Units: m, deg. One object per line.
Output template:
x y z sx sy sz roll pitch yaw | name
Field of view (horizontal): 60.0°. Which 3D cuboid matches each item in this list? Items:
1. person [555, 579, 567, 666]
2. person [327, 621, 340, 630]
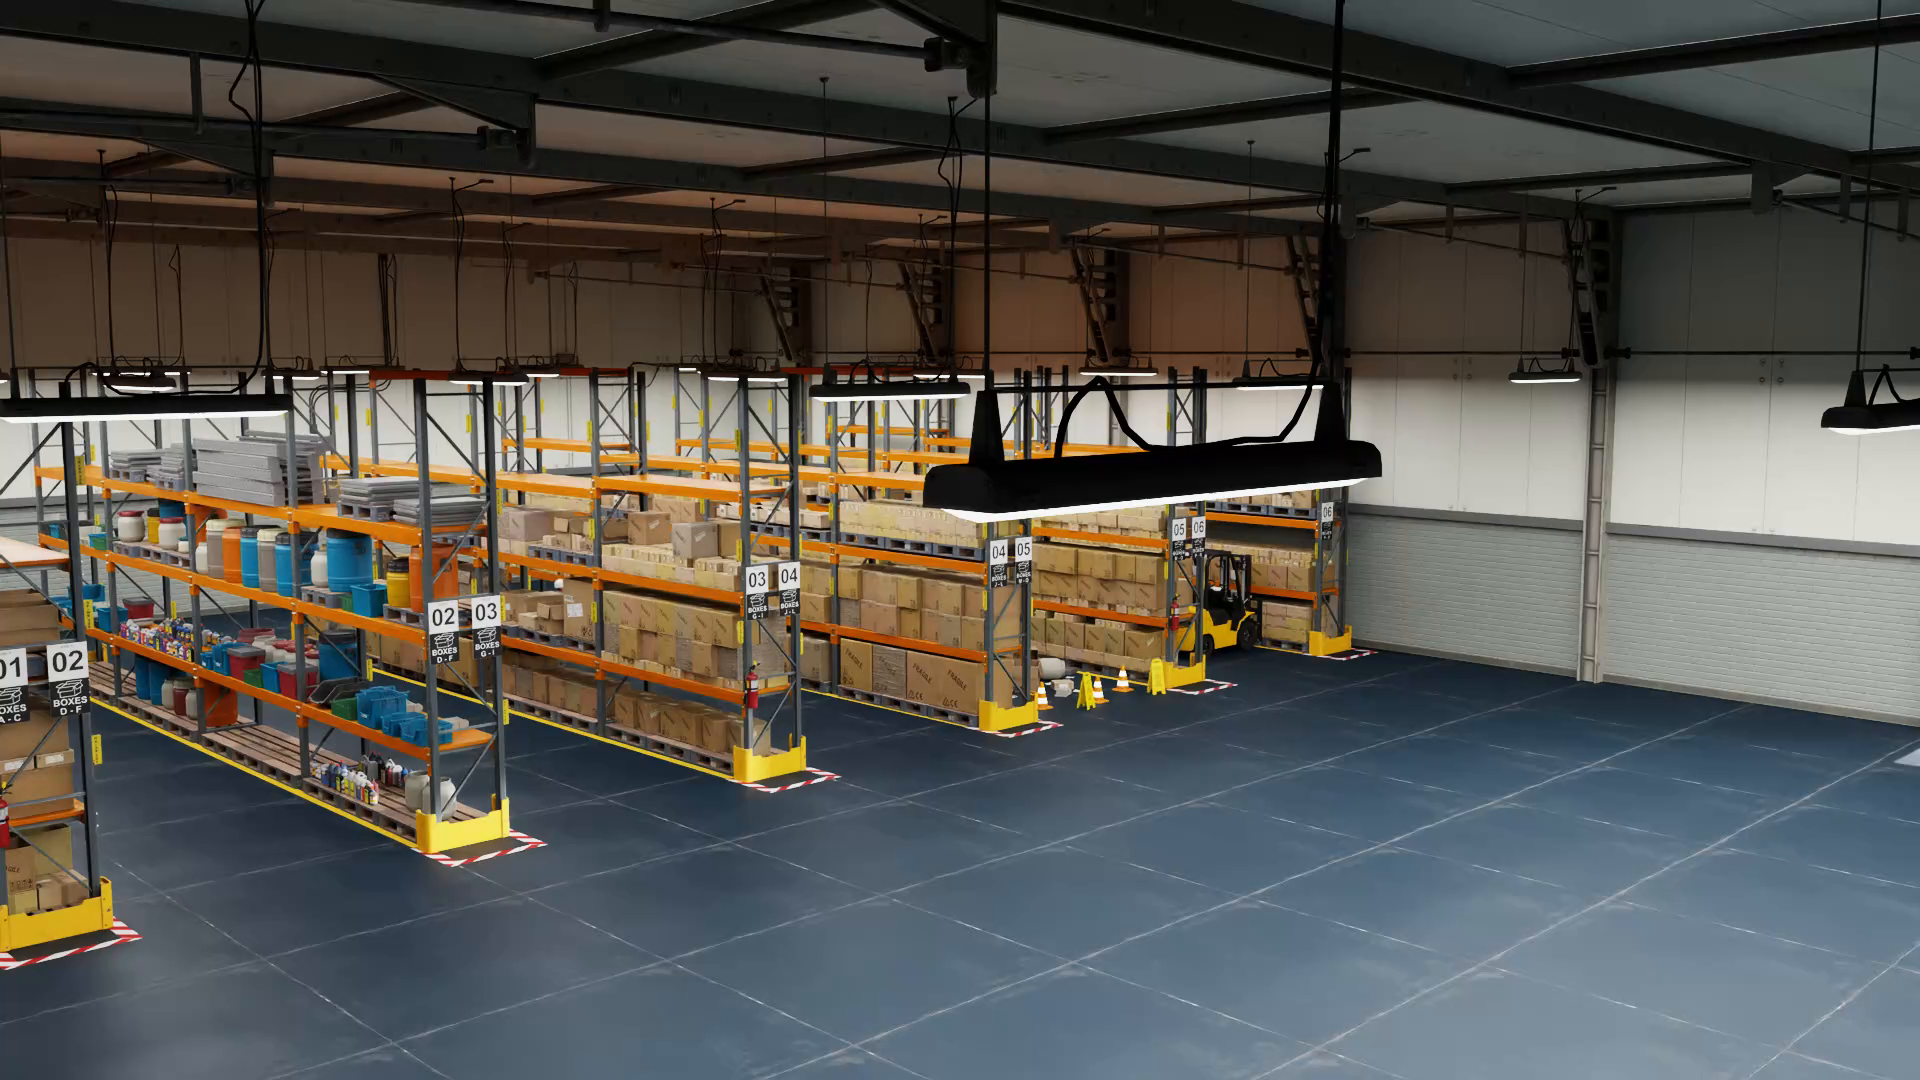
-8.065 1.661 33.468 0.526 1.768 0.481 0 6 -4 | person
-10.922 2.239 29.139 0.421 1.651 0.542 -1 7 -10 | person
